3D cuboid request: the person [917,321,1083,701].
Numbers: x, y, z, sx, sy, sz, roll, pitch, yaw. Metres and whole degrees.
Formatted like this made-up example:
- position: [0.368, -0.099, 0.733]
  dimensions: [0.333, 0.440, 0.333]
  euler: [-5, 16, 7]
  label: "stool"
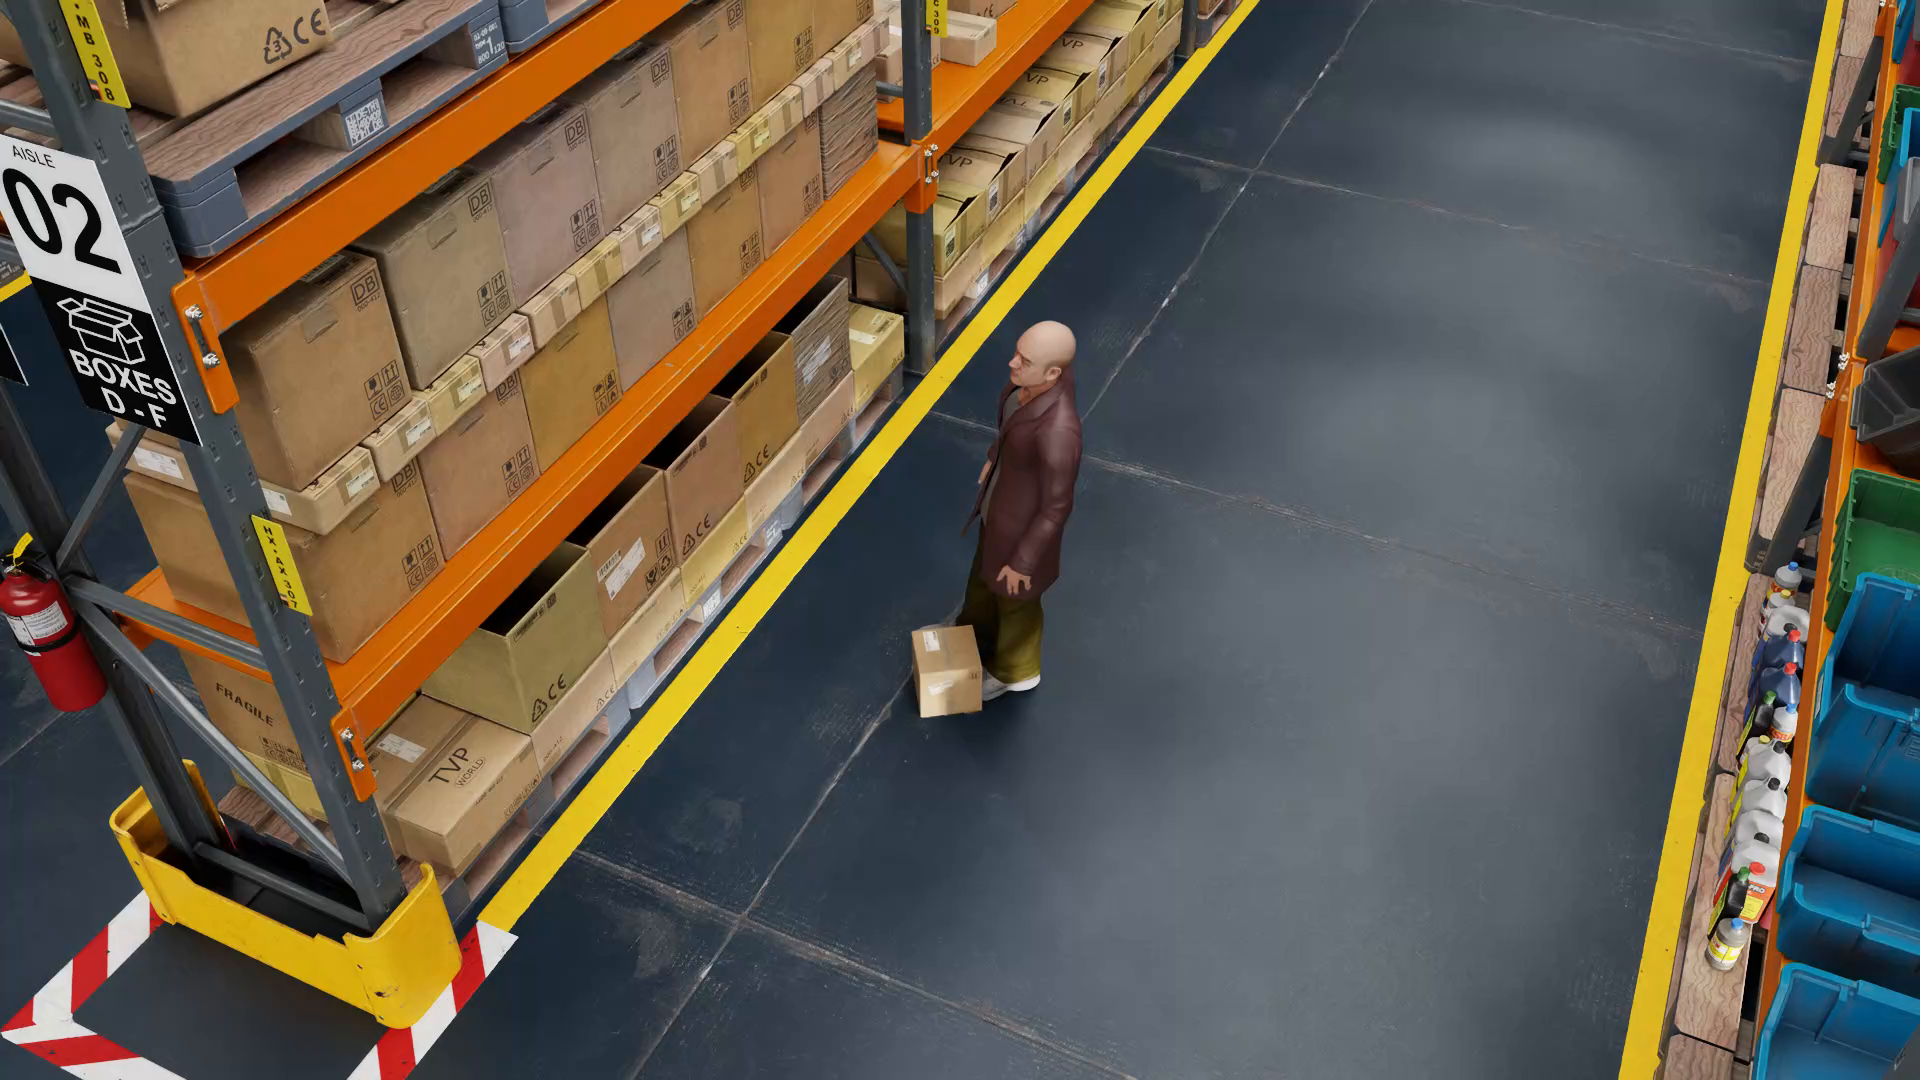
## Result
- position: [0.136, -0.080, 6.247]
  dimensions: [0.582, 1.776, 0.697]
  euler: [-4, 42, -5]
  label: "person"
